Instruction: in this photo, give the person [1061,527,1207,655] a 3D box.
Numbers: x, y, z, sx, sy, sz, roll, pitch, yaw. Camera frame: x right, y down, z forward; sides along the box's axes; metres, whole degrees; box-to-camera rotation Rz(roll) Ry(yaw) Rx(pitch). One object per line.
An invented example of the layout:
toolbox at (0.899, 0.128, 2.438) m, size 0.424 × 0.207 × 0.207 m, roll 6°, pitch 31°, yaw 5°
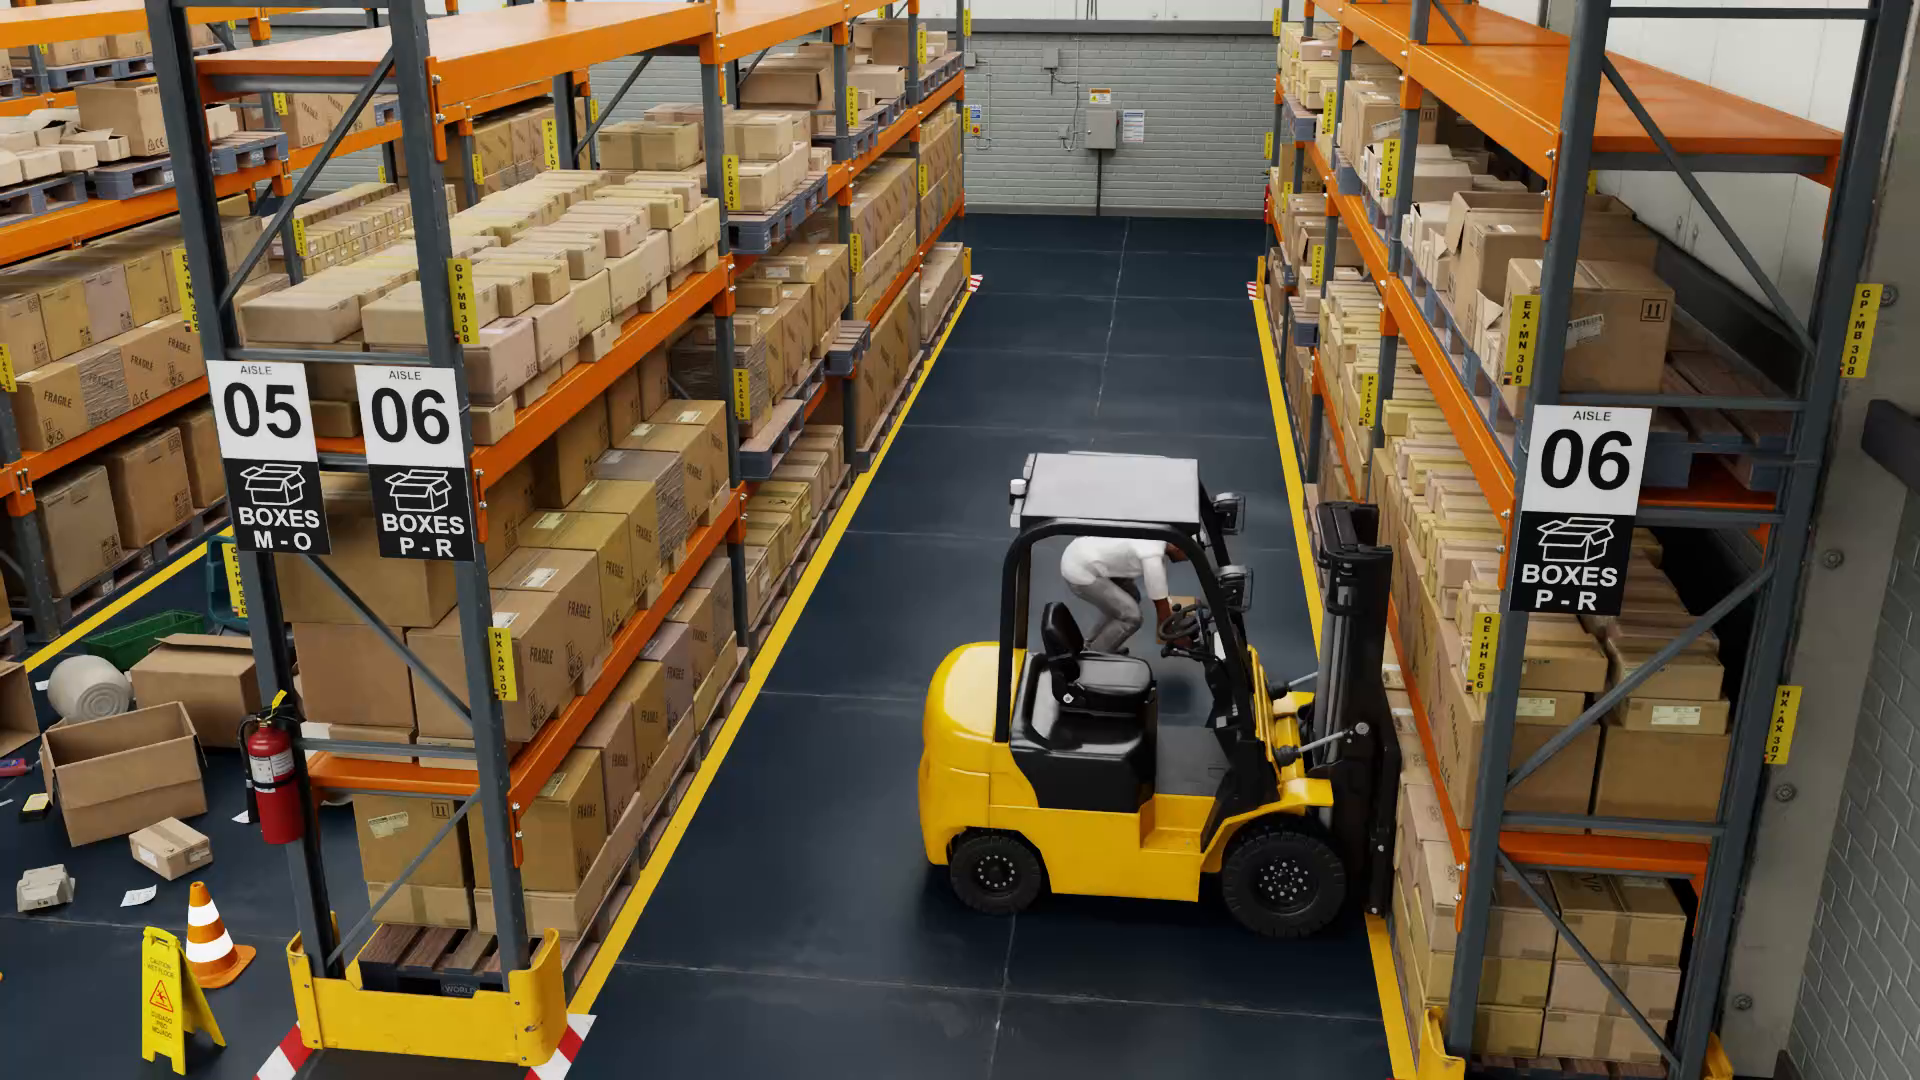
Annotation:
person at (1.151, 0.362, 11.141) m, size 0.961 × 1.026 × 0.522 m, roll 2°, pitch 21°, yaw 4°
